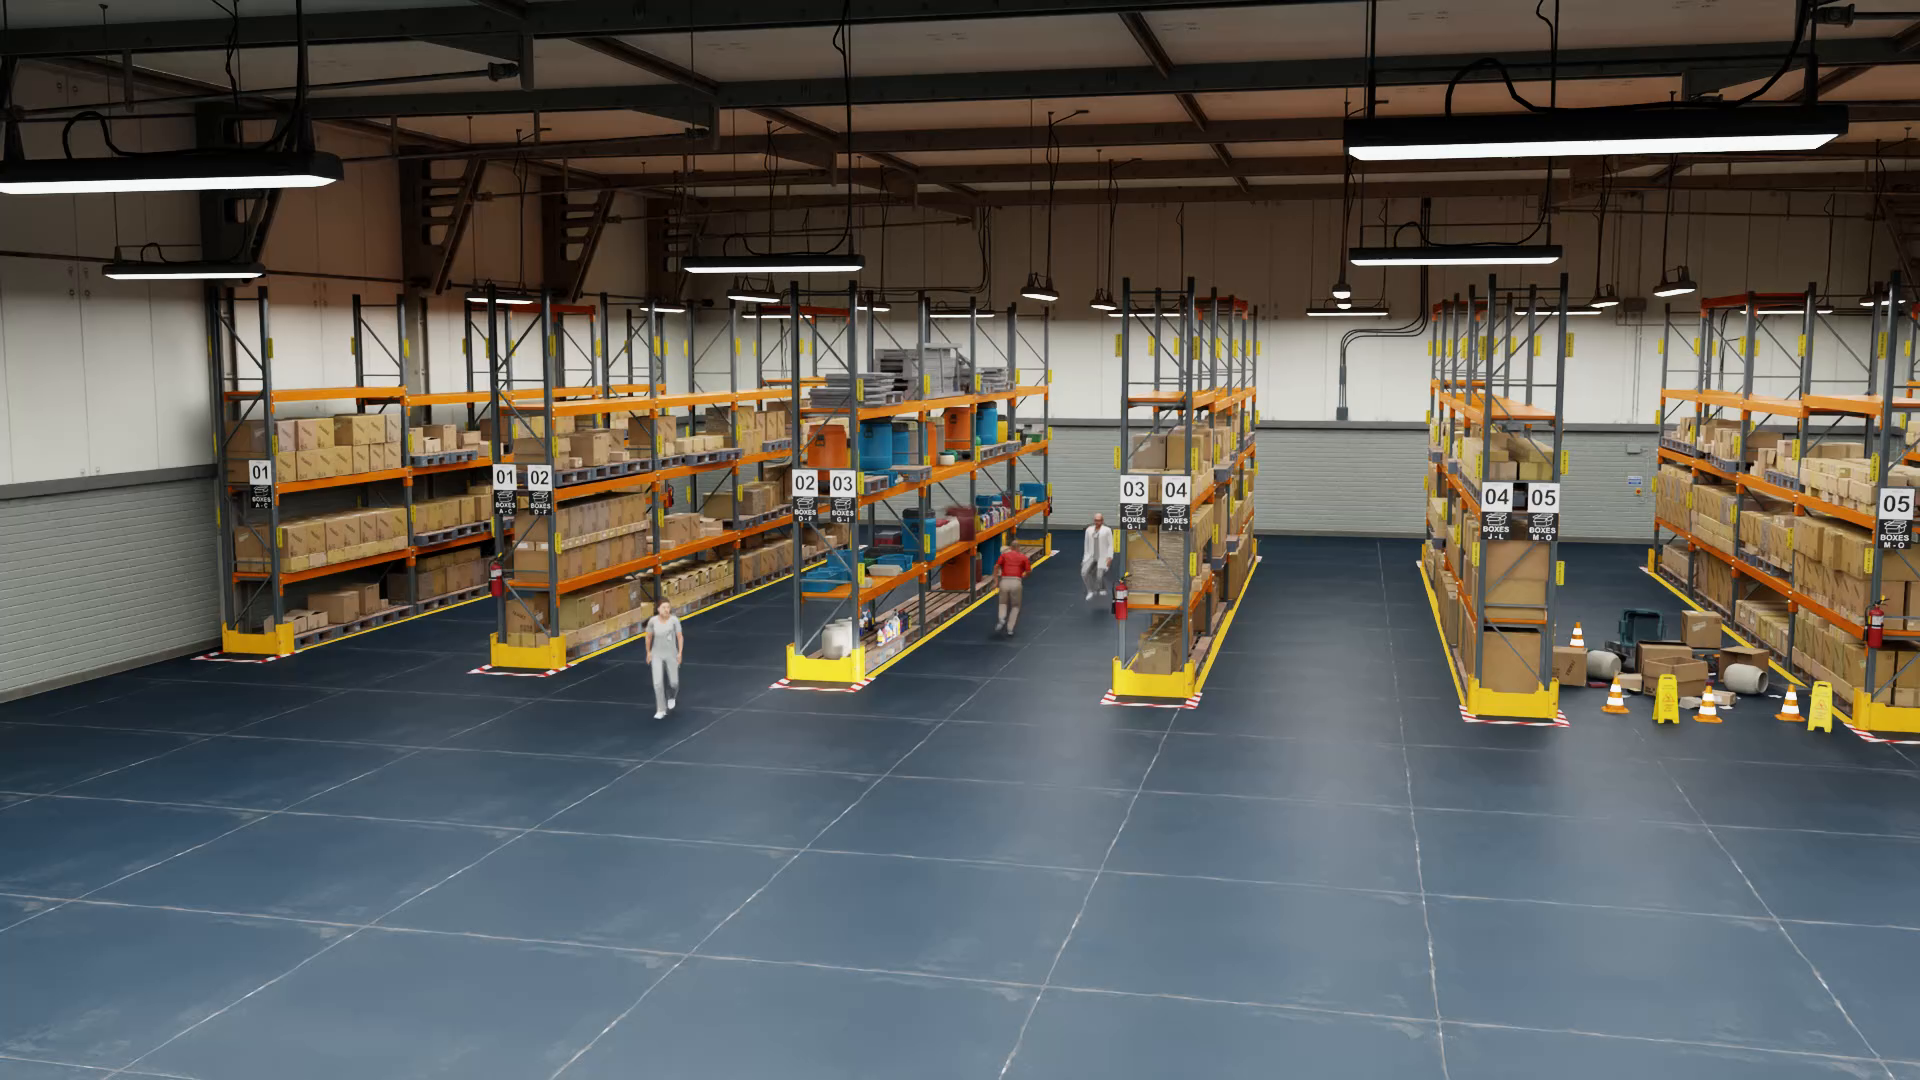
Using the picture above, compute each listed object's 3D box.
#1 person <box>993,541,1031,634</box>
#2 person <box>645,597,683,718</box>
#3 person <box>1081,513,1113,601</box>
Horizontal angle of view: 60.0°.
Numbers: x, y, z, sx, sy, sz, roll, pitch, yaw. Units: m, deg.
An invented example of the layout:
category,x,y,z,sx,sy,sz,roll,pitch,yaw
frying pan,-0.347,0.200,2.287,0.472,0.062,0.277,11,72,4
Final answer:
category,x,y,z,sx,sy,sz,roll,pitch,yaw
person,0.920,0.827,29.460,0.644,1.613,0.786,2,7,15
person,-4.052,1.581,22.797,0.502,1.652,0.604,-1,7,-10
person,2.641,0.314,31.822,0.633,1.644,0.648,2,7,20
